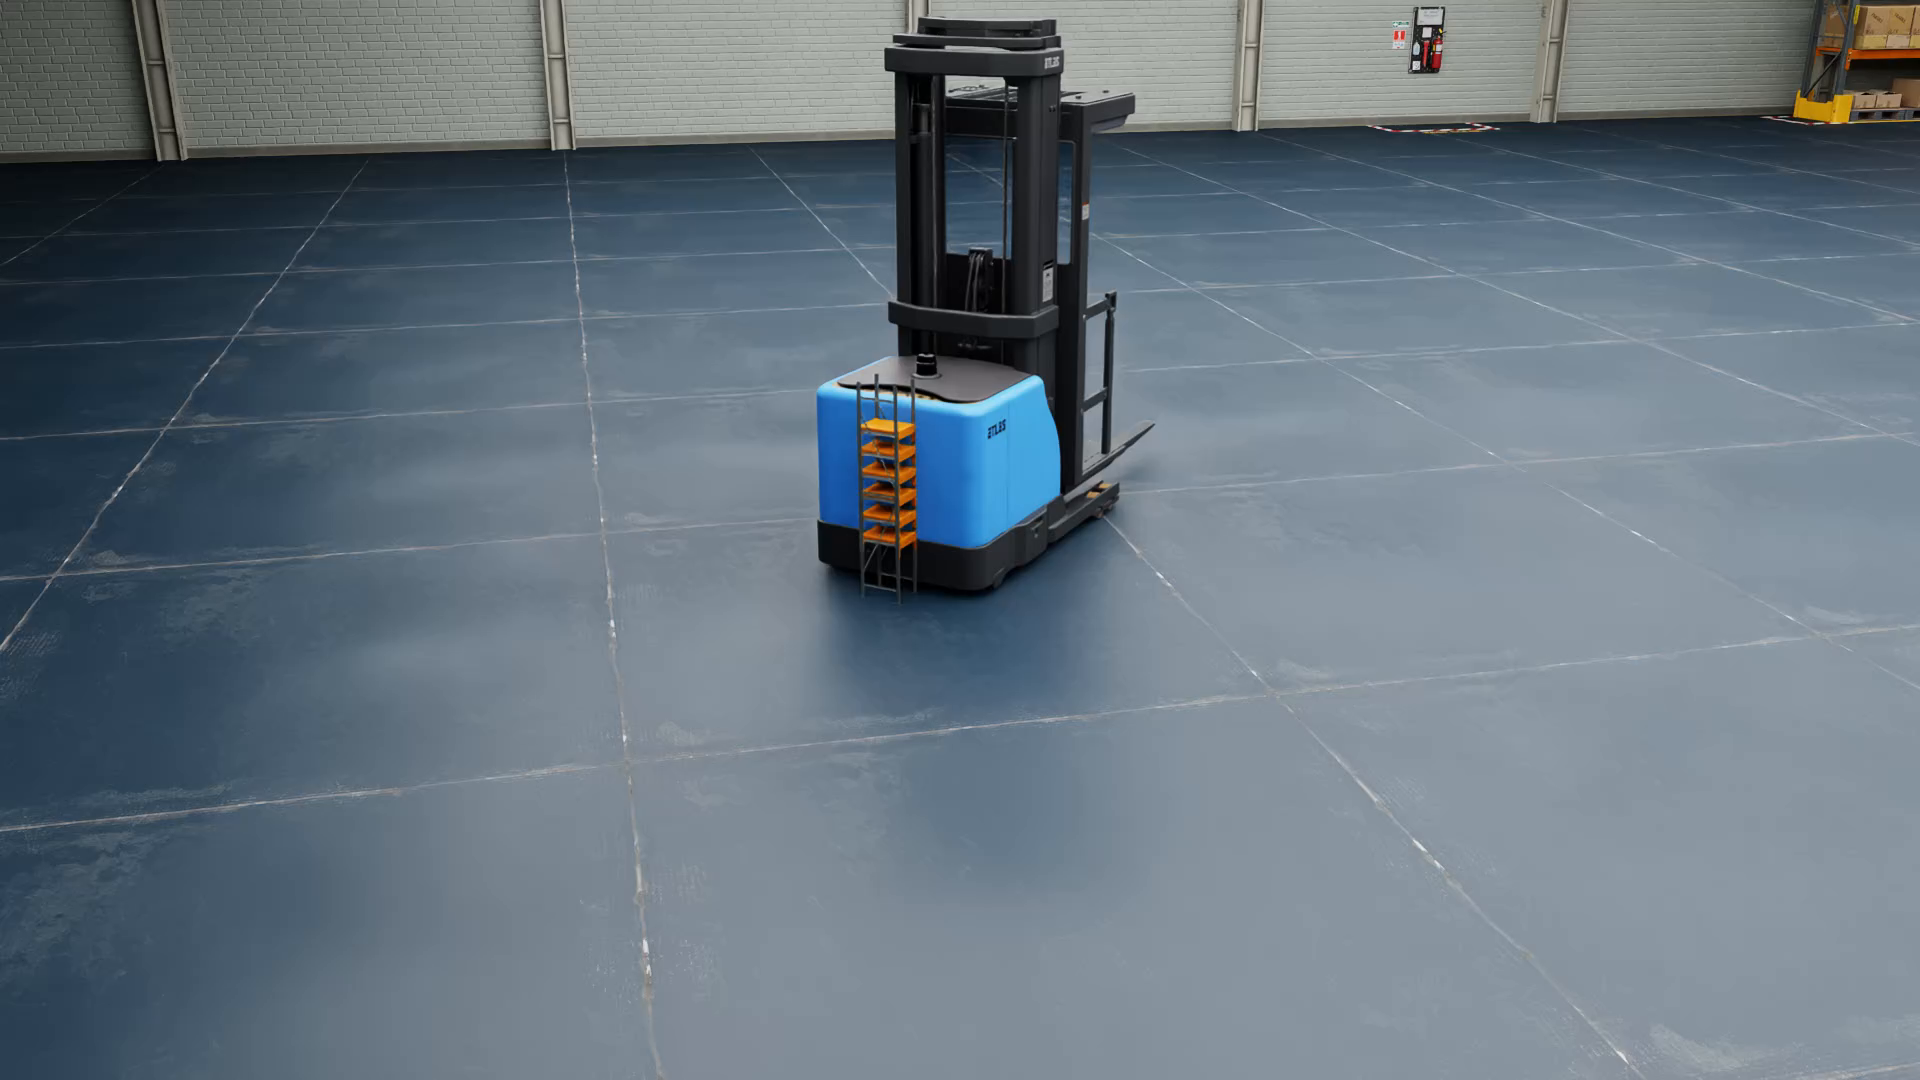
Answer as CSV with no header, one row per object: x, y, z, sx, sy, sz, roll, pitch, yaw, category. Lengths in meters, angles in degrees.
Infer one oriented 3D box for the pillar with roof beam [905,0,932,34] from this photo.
0.289,-9.719,23.264,0.400,9.000,9.100,-5,21,-12,pillar with roof beam

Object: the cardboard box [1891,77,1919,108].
18.307,-8.567,31.835,0.500,0.500,0.700,-6,21,-16,cardboard box

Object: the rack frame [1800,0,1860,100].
16.333,-9.423,31.177,0.127,3.000,1.000,-5,21,-12,rack frame

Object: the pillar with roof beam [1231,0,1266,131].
6.128,-10.194,24.560,0.400,9.000,9.100,-5,21,-12,pillar with roof beam

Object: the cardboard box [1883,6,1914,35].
17.350,-9.687,30.997,0.500,0.500,0.500,-5,21,-12,cardboard box

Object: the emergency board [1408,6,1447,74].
8.562,-9.110,30.323,0.643,1.169,0.194,-5,21,-12,emergency board

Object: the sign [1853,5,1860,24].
16.458,-9.648,30.533,0.005,0.325,0.100,-5,21,-12,sign

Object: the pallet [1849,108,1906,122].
17.206,-8.172,31.817,1.213,0.211,1.003,-5,21,-12,pallet

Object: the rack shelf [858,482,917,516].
-0.383,-0.218,8.795,0.258,0.103,0.180,10,22,26,rack shelf

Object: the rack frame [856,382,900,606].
-0.425,-0.232,8.703,0.240,1.200,0.006,10,22,26,rack frame

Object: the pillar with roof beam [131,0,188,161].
-11.389,-8.769,20.671,0.400,9.000,9.100,-5,21,-12,pillar with roof beam

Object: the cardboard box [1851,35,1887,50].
16.881,-9.294,31.015,0.500,0.250,0.500,-5,21,-14,cardboard box

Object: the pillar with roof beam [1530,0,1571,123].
11.967,-10.669,25.857,0.400,9.000,9.100,-5,21,-12,pillar with roof beam

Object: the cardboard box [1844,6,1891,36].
16.867,-9.651,30.899,0.500,0.500,0.500,-5,21,-12,cardboard box

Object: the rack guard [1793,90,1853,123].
16.407,-8.255,31.624,0.348,0.500,1.175,-5,21,-12,rack guard

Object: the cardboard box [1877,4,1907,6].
17.737,-9.901,31.582,0.500,0.500,0.500,-5,21,-14,cardboard box

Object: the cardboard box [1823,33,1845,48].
16.743,-9.464,31.478,0.500,0.250,0.500,-4,21,-12,cardboard box

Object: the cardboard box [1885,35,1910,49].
17.383,-9.340,31.140,0.500,0.250,0.500,-5,21,-14,cardboard box

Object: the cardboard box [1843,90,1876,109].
17.027,-8.392,31.631,0.500,0.311,0.500,-7,21,-19,cardboard box

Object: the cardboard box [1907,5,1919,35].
17.854,-9.726,31.103,0.500,0.500,0.500,-5,21,-14,cardboard box

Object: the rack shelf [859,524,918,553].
-0.383,0.007,8.877,0.258,0.103,0.180,10,22,26,rack shelf

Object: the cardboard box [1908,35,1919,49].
17.880,-9.378,31.245,0.500,0.250,0.500,-5,21,-13,cardboard box

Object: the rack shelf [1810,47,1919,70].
18.279,-9.243,31.733,4.000,0.370,1.077,-5,21,-12,rack shelf

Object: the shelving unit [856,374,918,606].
-0.383,-0.260,8.780,0.258,1.200,0.189,10,22,26,shelving unit

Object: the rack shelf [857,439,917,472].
-0.383,-0.443,8.712,0.258,0.103,0.180,10,22,26,rack shelf

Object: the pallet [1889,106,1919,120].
18.391,-8.267,32.077,1.213,0.211,1.003,-5,21,-12,pallet

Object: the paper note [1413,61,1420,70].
8.374,-8.706,30.500,0.142,0.148,0.016,-5,21,-12,paper note

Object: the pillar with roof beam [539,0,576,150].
-5.550,-9.244,21.968,0.400,9.000,9.100,-5,21,-12,pillar with roof beam

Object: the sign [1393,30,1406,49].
8.001,-9.118,30.292,0.234,0.329,0.001,-5,21,-12,sign

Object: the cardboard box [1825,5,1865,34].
16.743,-9.822,31.367,0.500,0.500,0.500,-5,21,-13,cardboard box

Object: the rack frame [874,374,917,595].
-0.340,-0.288,8.856,0.240,1.200,0.006,10,22,26,rack frame

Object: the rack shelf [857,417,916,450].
-0.383,-0.556,8.671,0.258,0.103,0.180,10,22,26,rack shelf

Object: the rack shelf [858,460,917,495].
-0.383,-0.331,8.754,0.258,0.103,0.180,10,22,26,rack shelf

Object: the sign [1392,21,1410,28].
8.007,-9.364,30.194,0.331,0.109,0.001,-5,21,-12,sign

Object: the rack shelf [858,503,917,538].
-0.383,-0.105,8.836,0.258,0.103,0.180,10,22,26,rack shelf

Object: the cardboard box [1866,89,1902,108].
17.582,-8.437,31.755,0.500,0.311,0.500,-3,20,-8,cardboard box

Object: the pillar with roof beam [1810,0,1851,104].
17.806,-11.144,27.153,0.400,9.000,9.100,-5,21,-12,pillar with roof beam

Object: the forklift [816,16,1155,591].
0.337,-1.570,9.839,1.130,2.935,3.031,10,22,26,forklift
